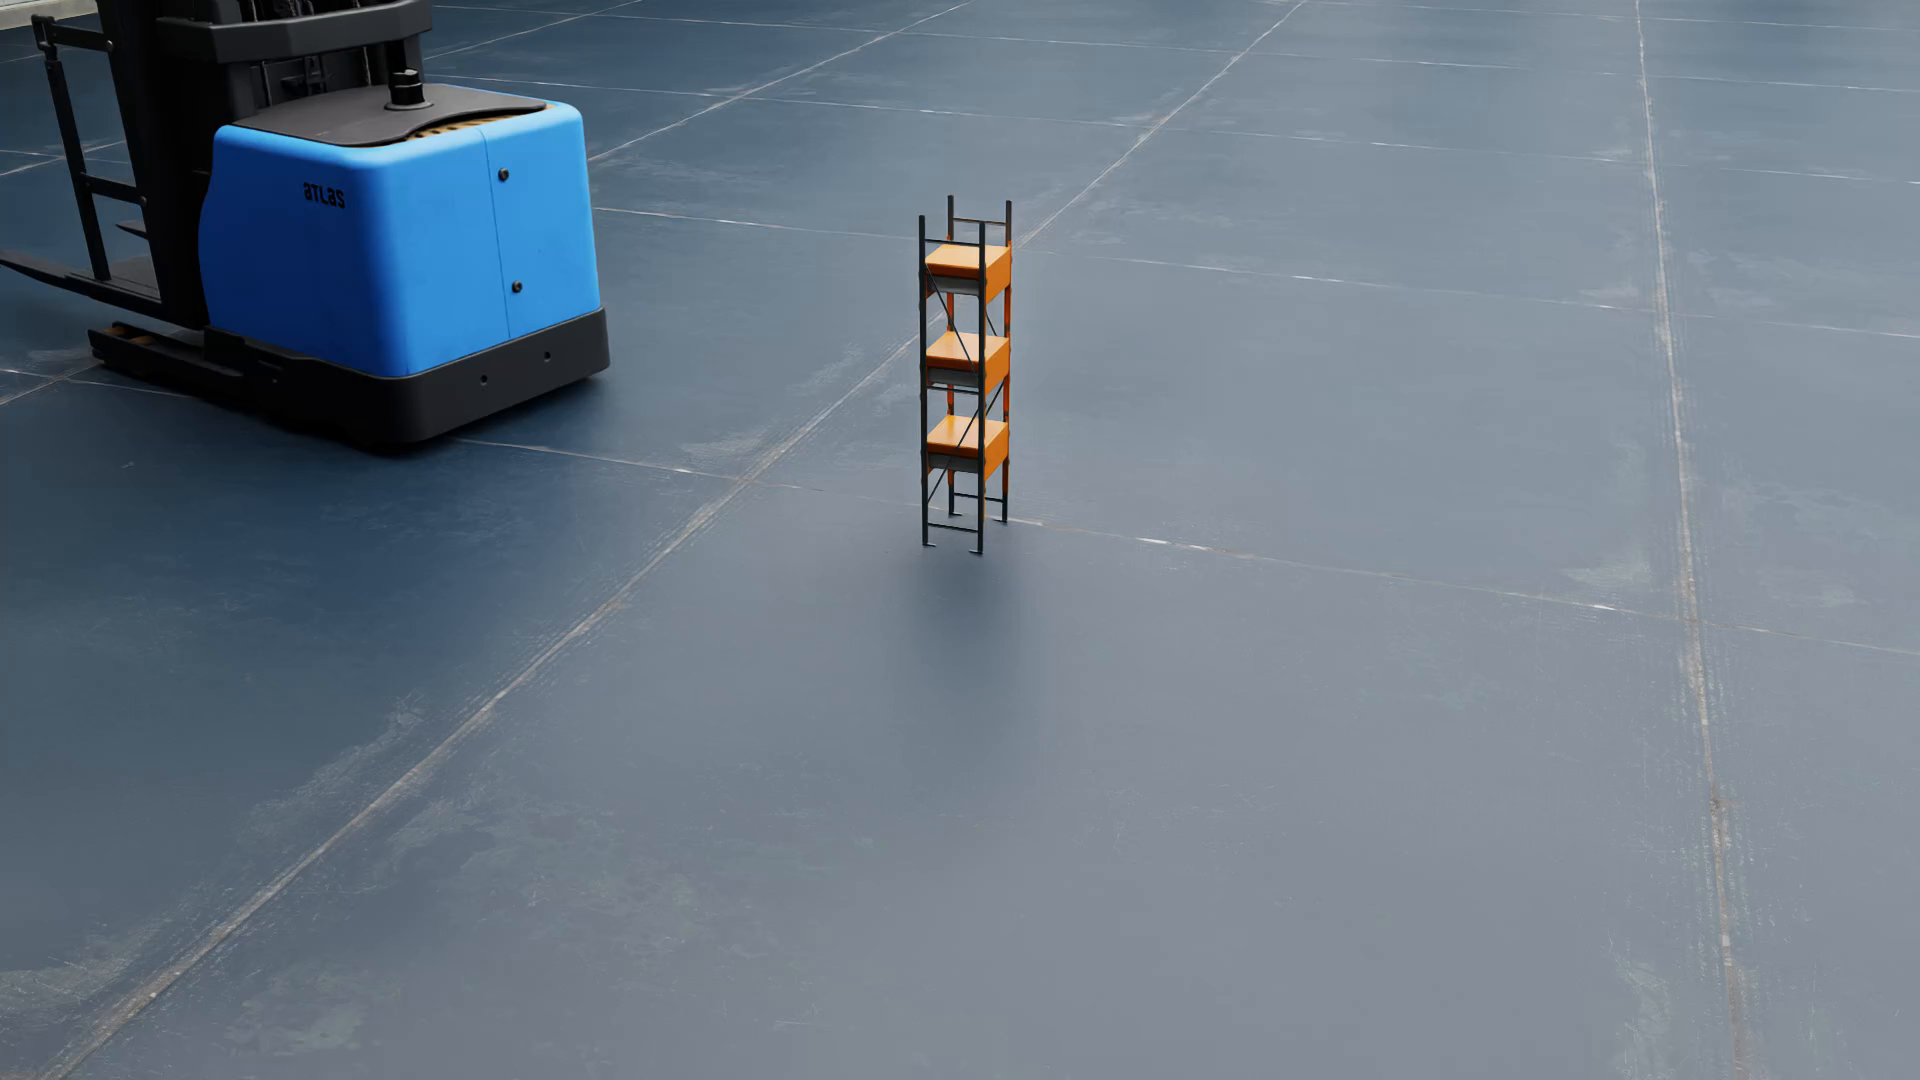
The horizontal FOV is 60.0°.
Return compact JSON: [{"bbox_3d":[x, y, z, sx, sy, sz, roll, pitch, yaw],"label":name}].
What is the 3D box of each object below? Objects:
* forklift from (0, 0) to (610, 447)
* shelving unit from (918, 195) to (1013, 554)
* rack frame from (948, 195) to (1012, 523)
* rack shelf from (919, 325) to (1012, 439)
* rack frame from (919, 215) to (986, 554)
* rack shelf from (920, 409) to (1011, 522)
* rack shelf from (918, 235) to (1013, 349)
[{"bbox_3d":[-2.870,-2.131,6.289,3.031,2.935,1.130,17,30,31],"label":"forklift"},{"bbox_3d":[0.018,-0.495,5.067,0.215,1.050,0.252,9,27,17],"label":"shelving unit"},{"bbox_3d":[0.058,-0.545,5.170,0.200,1.050,0.008,9,27,17],"label":"rack frame"},{"bbox_3d":[0.018,-0.485,5.071,0.215,0.259,0.240,9,27,17],"label":"rack shelf"},{"bbox_3d":[-0.023,-0.444,4.963,0.200,1.050,0.008,9,27,17],"label":"rack frame"},{"bbox_3d":[0.018,-0.235,5.192,0.215,0.259,0.240,9,27,17],"label":"rack shelf"},{"bbox_3d":[0.018,-0.740,4.948,0.215,0.259,0.240,9,27,17],"label":"rack shelf"}]
